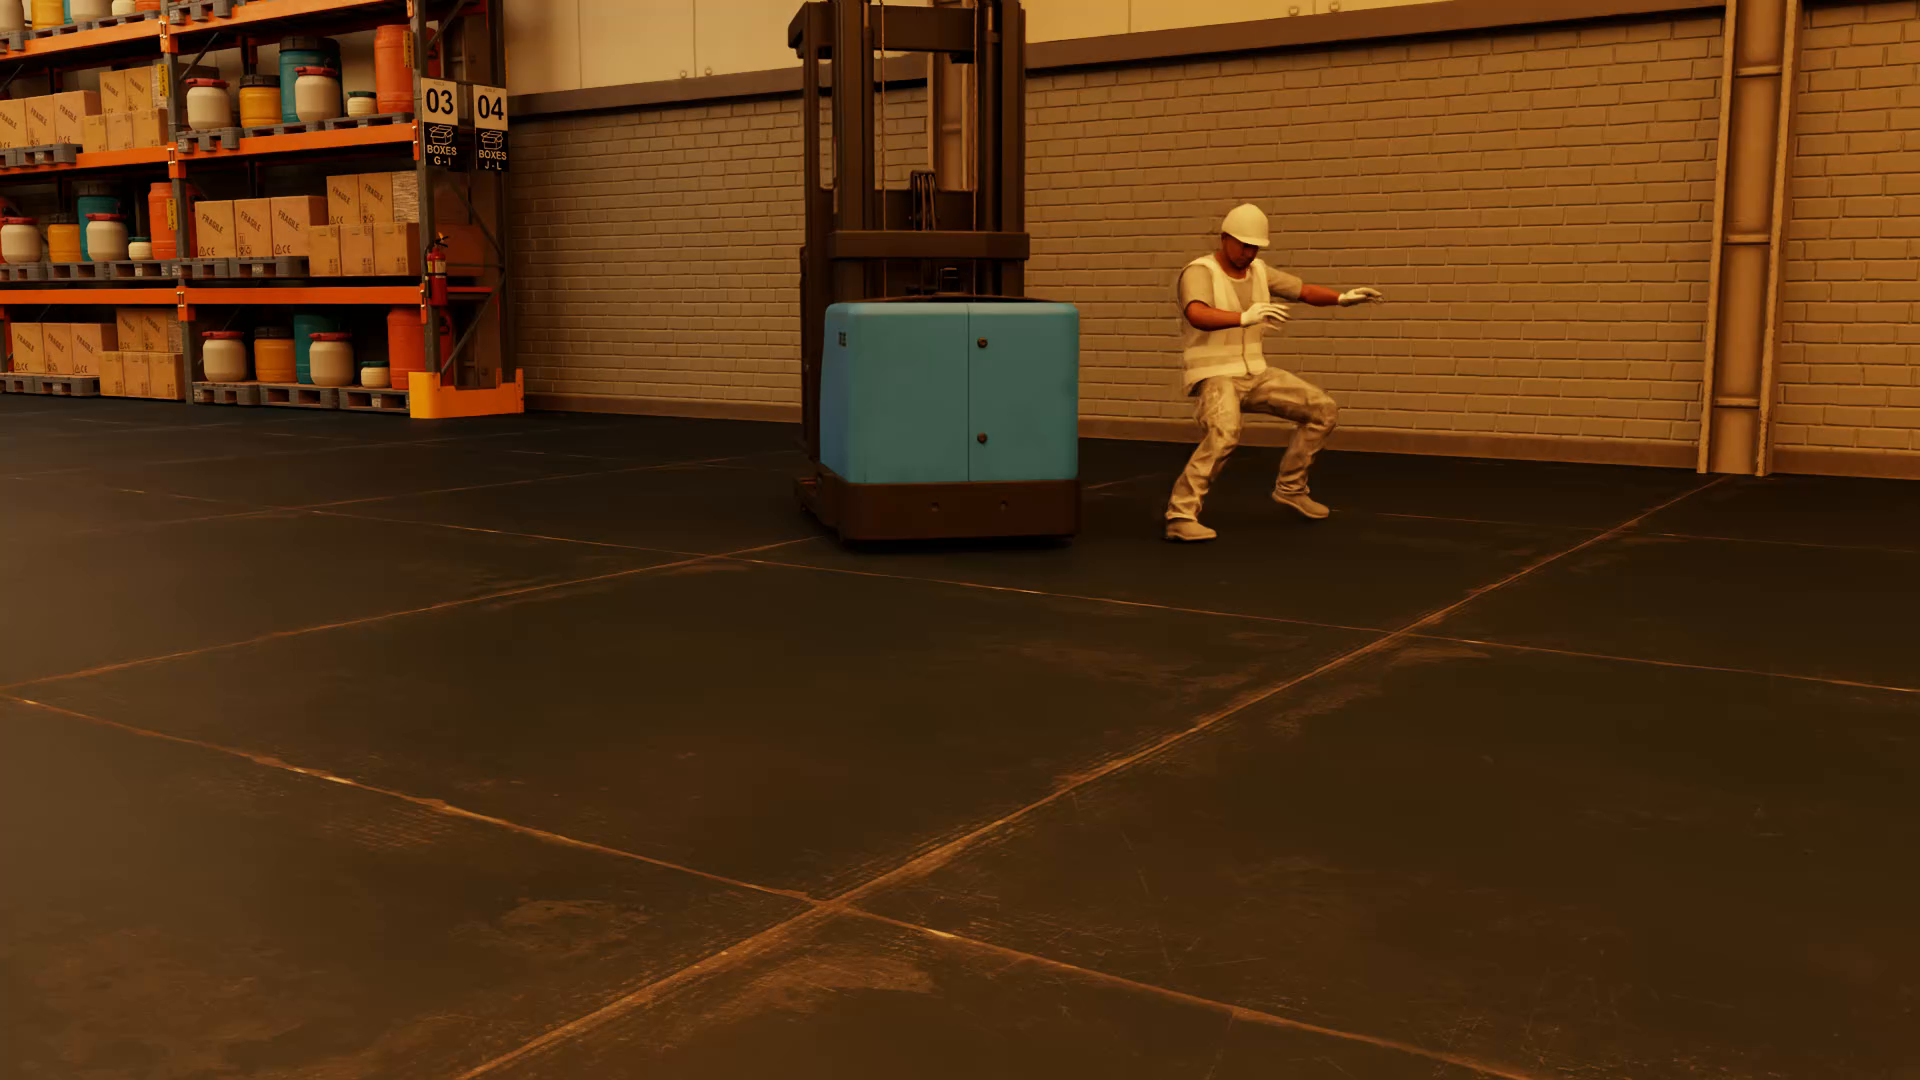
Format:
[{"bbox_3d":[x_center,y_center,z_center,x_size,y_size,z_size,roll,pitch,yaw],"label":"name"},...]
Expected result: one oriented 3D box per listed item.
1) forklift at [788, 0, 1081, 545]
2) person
[{"bbox_3d":[-0.271,-1.600,8.441,1.130,2.935,3.031,-2,8,-12],"label":"forklift"},{"bbox_3d":[1.387,-0.807,7.841,1.119,1.532,0.737,-5,9,-31],"label":"person"}]
